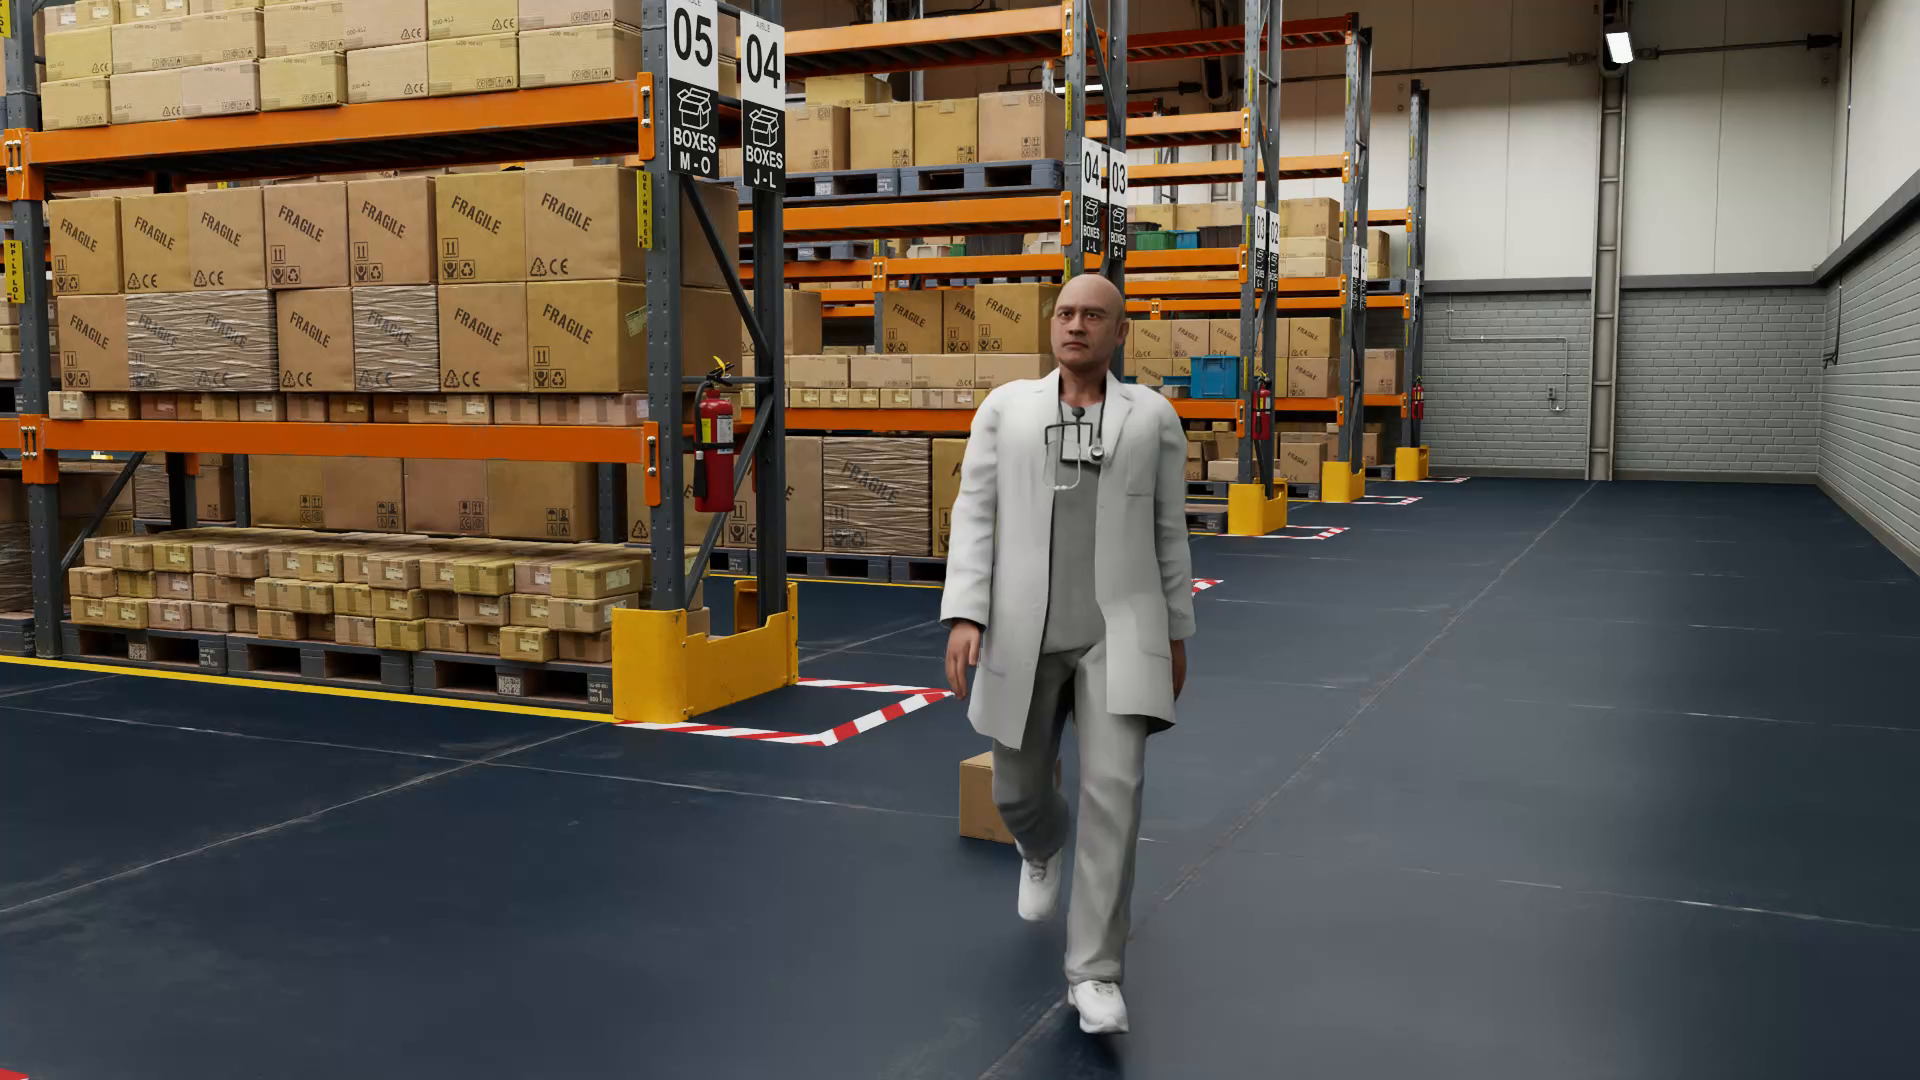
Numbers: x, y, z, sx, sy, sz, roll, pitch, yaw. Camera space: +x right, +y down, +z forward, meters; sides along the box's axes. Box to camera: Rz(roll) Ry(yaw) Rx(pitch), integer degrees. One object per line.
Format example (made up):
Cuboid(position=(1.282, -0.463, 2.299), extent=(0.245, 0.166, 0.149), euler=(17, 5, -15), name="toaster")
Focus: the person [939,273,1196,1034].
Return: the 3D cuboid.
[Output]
Cuboid(position=(0.270, 0.221, 4.091), extent=(0.618, 1.737, 1.024), euler=(1, 5, 8), name="person")
